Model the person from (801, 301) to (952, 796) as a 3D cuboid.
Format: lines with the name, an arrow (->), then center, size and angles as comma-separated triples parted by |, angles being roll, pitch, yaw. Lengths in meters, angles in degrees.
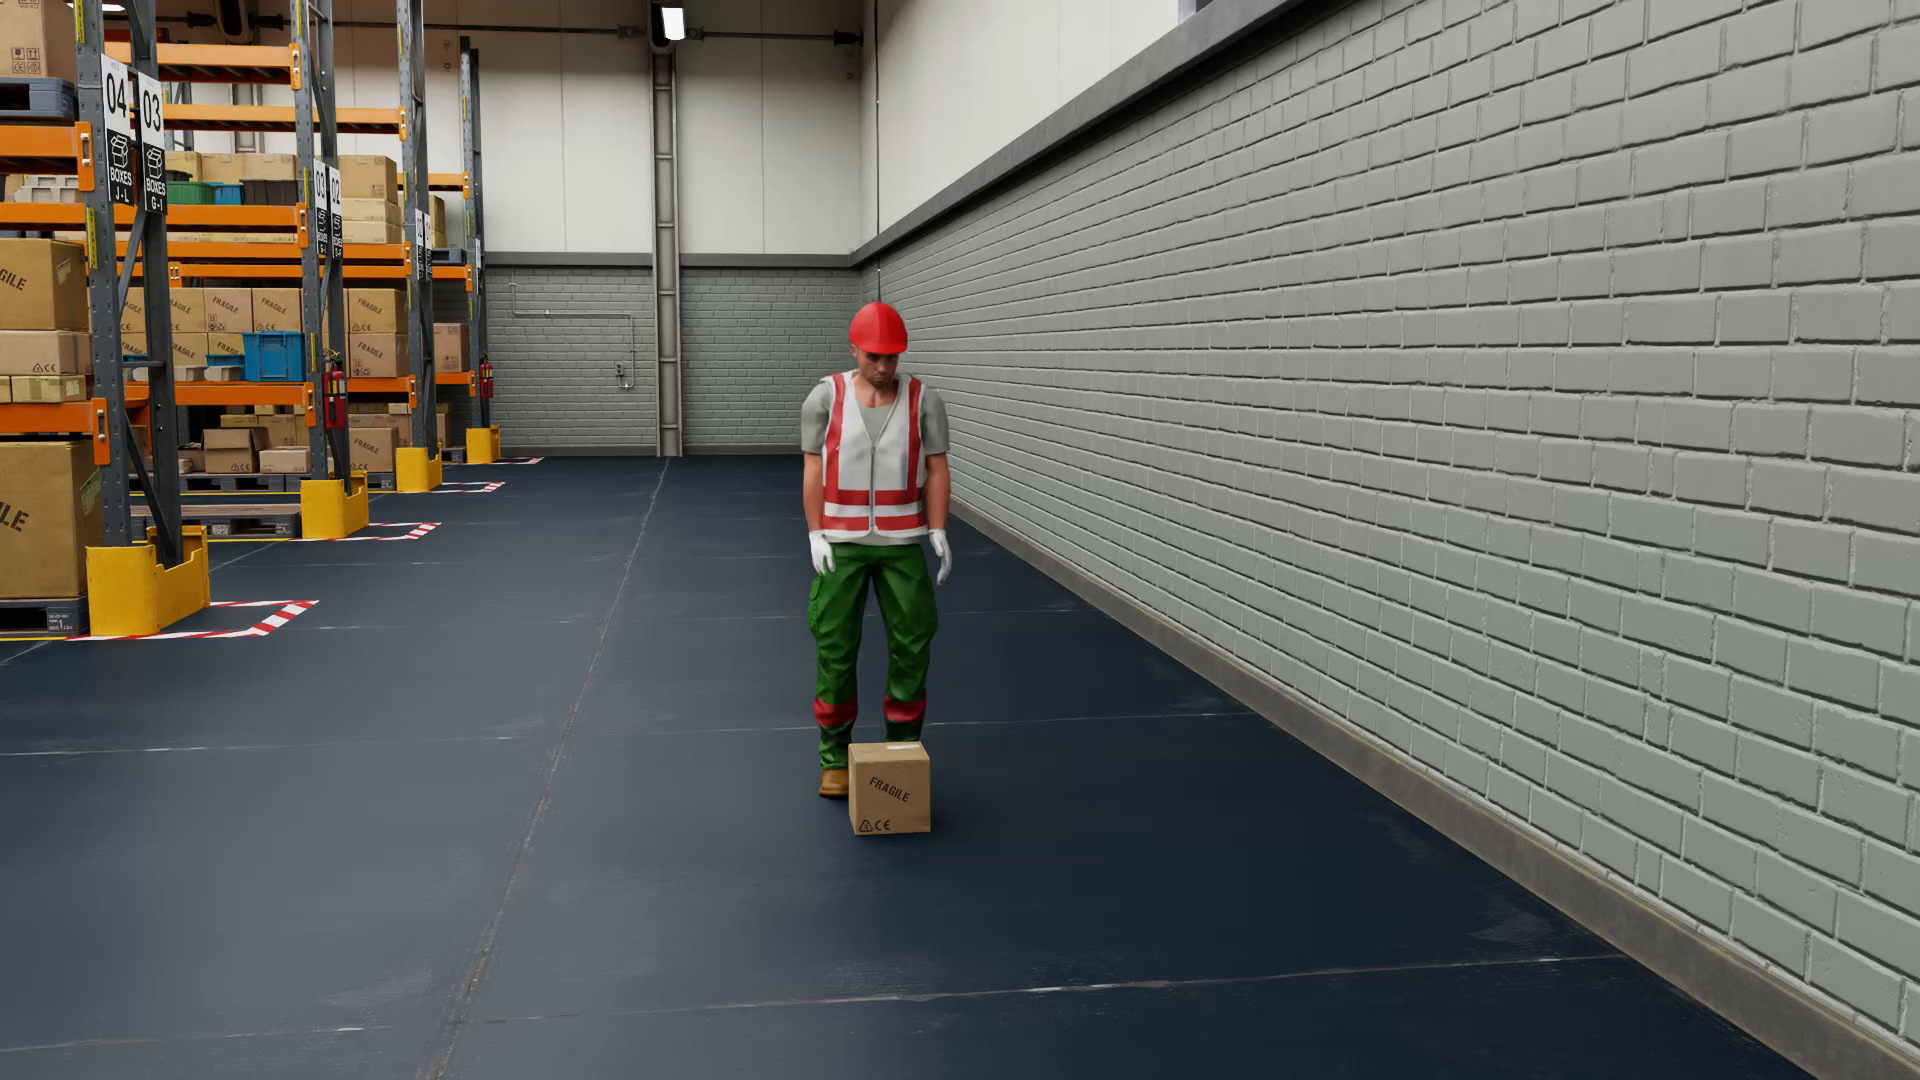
person -> -0.295, 0.033, 5.953 | 0.536, 1.757, 0.414 | -1, 6, -7
